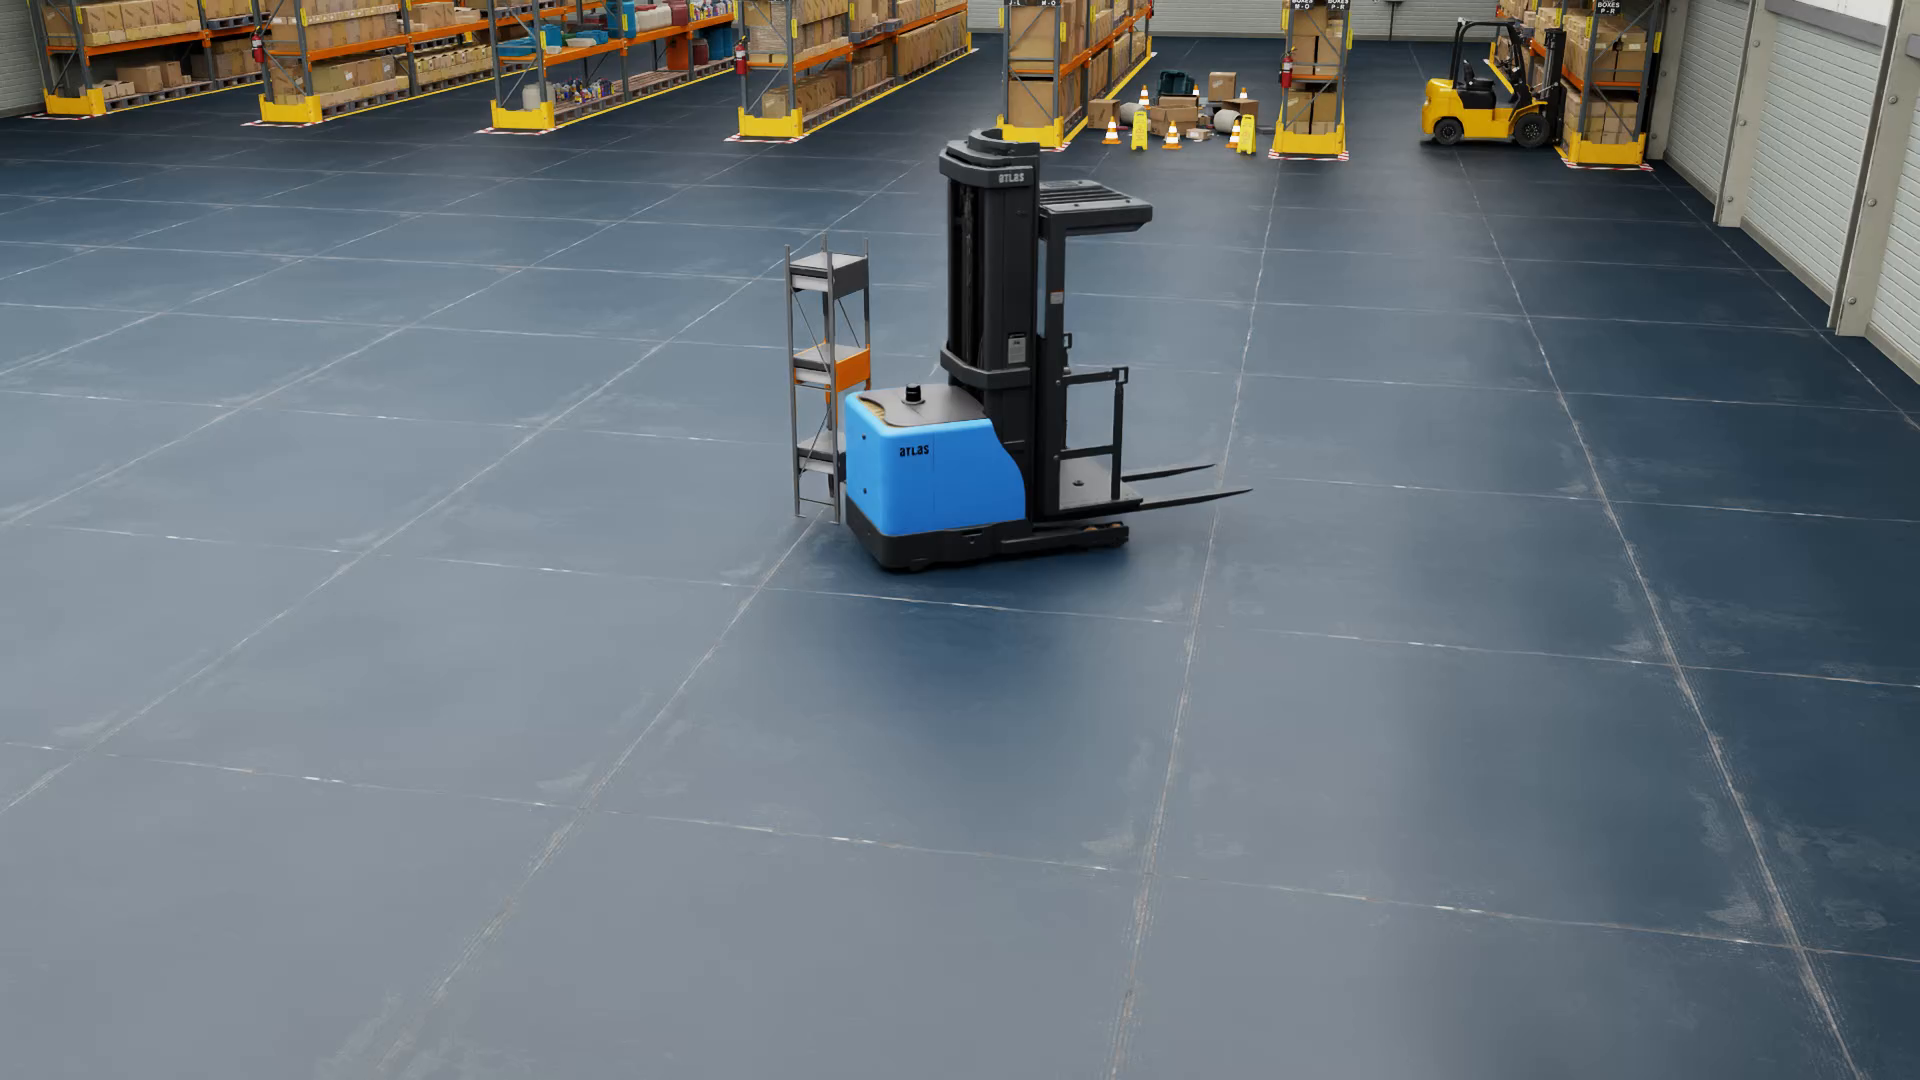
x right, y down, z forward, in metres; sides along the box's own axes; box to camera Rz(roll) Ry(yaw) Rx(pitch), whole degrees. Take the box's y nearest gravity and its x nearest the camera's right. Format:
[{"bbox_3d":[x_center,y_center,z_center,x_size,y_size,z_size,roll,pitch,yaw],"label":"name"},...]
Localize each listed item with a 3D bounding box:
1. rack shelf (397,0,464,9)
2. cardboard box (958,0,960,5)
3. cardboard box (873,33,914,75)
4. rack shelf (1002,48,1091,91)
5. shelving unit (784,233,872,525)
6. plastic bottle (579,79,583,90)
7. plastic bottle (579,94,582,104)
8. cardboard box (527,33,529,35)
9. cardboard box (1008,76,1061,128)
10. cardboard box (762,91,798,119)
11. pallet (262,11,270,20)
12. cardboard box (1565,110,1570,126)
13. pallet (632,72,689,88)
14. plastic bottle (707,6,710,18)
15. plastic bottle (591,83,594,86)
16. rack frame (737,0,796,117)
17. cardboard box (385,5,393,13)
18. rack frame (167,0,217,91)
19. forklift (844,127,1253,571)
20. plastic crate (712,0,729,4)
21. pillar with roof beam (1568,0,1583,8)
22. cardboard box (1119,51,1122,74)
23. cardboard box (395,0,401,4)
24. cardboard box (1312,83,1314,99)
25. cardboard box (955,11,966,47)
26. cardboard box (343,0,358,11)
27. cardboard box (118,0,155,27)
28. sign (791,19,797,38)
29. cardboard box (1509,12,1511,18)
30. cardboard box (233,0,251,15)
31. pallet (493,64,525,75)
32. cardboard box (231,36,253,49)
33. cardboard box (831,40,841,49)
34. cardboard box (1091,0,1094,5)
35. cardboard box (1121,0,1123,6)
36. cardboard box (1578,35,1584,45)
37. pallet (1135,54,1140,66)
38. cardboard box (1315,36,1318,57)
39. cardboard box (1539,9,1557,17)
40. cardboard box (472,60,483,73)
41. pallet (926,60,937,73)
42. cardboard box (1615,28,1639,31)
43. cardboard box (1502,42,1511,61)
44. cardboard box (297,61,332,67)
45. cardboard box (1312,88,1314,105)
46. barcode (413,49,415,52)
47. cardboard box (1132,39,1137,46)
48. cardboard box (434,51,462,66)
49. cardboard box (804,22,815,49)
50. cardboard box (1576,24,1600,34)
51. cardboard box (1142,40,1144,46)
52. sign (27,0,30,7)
[{"bbox_3d":[-15.254,-14.898,46.293,1.077,0.370,4.000,4,22,11],"label":"rack shelf"},{"bbox_3d":[-0.205,-14.280,44.132,0.380,0.149,0.250,5,22,12],"label":"cardboard box"},{"bbox_3d":[-1.770,-11.365,38.839,1.225,0.875,0.875,3,22,8],"label":"cardboard box"},{"bbox_3d":[1.680,-8.962,31.553,1.077,0.370,4.000,4,22,11],"label":"rack shelf"},{"bbox_3d":[-0.975,-1.205,12.536,0.431,2.100,0.503,12,25,27],"label":"shelving unit"},{"bbox_3d":[-8.090,-9.675,35.424,0.097,0.271,0.097,0,22,0],"label":"plastic bottle"},{"bbox_3d":[-7.716,-8.940,33.692,0.097,0.201,0.097,0,22,0],"label":"plastic bottle"},{"bbox_3d":[-11.247,-12.814,42.913,0.500,0.500,0.500,5,22,12],"label":"cardboard box"},{"bbox_3d":[1.345,-8.026,30.549,0.875,0.875,0.875,5,22,11],"label":"cardboard box"},{"bbox_3d":[-3.420,-8.241,31.585,0.500,0.500,0.500,9,24,21],"label":"cardboard box"},{"bbox_3d":[-16.519,-12.680,40.079,1.213,0.211,1.003,4,22,11],"label":"pallet"},{"bbox_3d":[10.904,-7.382,29.117,0.500,0.250,0.500,4,22,10],"label":"cardboard box"},{"bbox_3d":[-6.976,-10.708,38.660,1.003,0.211,1.213,4,22,11],"label":"pallet"},{"bbox_3d":[-6.094,-12.781,40.229,0.061,0.283,0.133,4,22,11],"label":"plastic bottle"},{"bbox_3d":[-7.634,-9.434,34.821,0.152,0.276,0.135,4,22,11],"label":"plastic bottle"},{"bbox_3d":[-3.563,-8.979,30.633,1.000,3.000,0.127,4,22,11],"label":"rack frame"},{"bbox_3d":[-12.342,-11.340,35.492,0.380,0.149,0.250,4,22,10],"label":"cardboard box"},{"bbox_3d":[-17.294,-11.575,37.078,1.000,3.000,0.127,4,22,11],"label":"rack frame"},{"bbox_3d":[0.714,-1.464,12.065,3.031,2.935,1.130,-8,23,-19],"label":"forklift"},{"bbox_3d":[-6.202,-13.962,42.948,0.392,0.384,0.575,4,22,11],"label":"plastic crate"},{"bbox_3d":[10.257,-15.532,38.874,9.100,9.000,0.400,4,22,11],"label":"pillar with roof beam"},{"bbox_3d":[3.497,-11.136,38.774,0.500,0.500,0.500,4,22,10],"label":"cardboard box"},{"bbox_3d":[-15.535,-14.837,44.776,0.980,0.700,0.700,5,22,12],"label":"cardboard box"},{"bbox_3d":[6.364,-8.372,31.241,0.500,0.500,0.500,6,23,14],"label":"cardboard box"},{"bbox_3d":[-0.351,-13.799,44.884,0.875,0.875,0.875,4,22,11],"label":"cardboard box"},{"bbox_3d":[-12.836,-11.133,34.111,0.700,0.500,0.500,4,22,11],"label":"cardboard box"},{"bbox_3d":[-17.403,-11.109,35.092,0.500,0.500,0.500,5,23,13],"label":"cardboard box"},{"bbox_3d":[-3.032,-9.339,30.369,0.100,0.325,0.005,4,22,11],"label":"sign"},{"bbox_3d":[13.431,-12.638,40.054,0.380,0.149,0.250,4,22,10],"label":"cardboard box"},{"bbox_3d":[-16.932,-12.456,38.543,0.700,0.500,0.500,8,23,18],"label":"cardboard box"},{"bbox_3d":[-11.439,-11.638,40.968,1.003,0.211,1.213,4,22,11],"label":"pallet"},{"bbox_3d":[-16.852,-11.770,39.317,0.500,0.250,0.500,4,22,11],"label":"cardboard box"},{"bbox_3d":[-2.615,-9.947,33.372,0.380,0.149,0.250,4,22,11],"label":"cardboard box"},{"bbox_3d":[2.390,-11.092,34.407,0.700,0.500,0.500,5,22,11],"label":"cardboard box"},{"bbox_3d":[3.620,-12.626,39.064,0.380,0.149,0.250,3,22,8],"label":"cardboard box"},{"bbox_3d":[11.001,-8.719,28.985,0.380,0.149,0.250,4,22,9],"label":"cardboard box"},{"bbox_3d":[4.069,-12.355,42.748,1.003,0.211,1.213,4,22,11],"label":"pallet"},{"bbox_3d":[6.313,-9.177,30.592,0.500,0.500,0.500,5,22,12],"label":"cardboard box"},{"bbox_3d":[12.224,-10.928,34.469,0.380,0.149,0.250,5,22,12],"label":"cardboard box"},{"bbox_3d":[-11.598,-11.181,39.218,0.500,0.250,0.500,4,22,10],"label":"cardboard box"},{"bbox_3d":[-1.198,-11.786,41.336,1.003,0.211,1.213,4,22,11],"label":"pallet"},{"bbox_3d":[11.467,-8.718,28.586,0.380,0.149,0.250,5,22,11],"label":"cardboard box"},{"bbox_3d":[13.621,-11.827,40.490,0.700,0.500,0.500,4,22,9],"label":"cardboard box"},{"bbox_3d":[-13.253,-9.588,34.261,0.500,0.500,0.500,4,22,11],"label":"cardboard box"},{"bbox_3d":[7.059,-8.854,33.279,0.950,0.372,0.625,5,22,12],"label":"cardboard box"},{"bbox_3d":[-11.985,-10.750,36.502,0.001,0.075,0.075,4,22,11],"label":"barcode"},{"bbox_3d":[4.274,-12.587,42.051,0.380,0.149,0.250,5,22,12],"label":"cardboard box"},{"bbox_3d":[-11.804,-11.072,38.198,0.500,0.311,0.500,5,22,12],"label":"cardboard box"},{"bbox_3d":[-3.295,-9.734,31.975,0.875,0.500,0.500,4,22,11],"label":"cardboard box"},{"bbox_3d":[11.027,-8.953,29.169,0.380,0.149,0.250,5,22,12],"label":"cardboard box"},{"bbox_3d":[4.604,-13.021,43.525,0.380,0.149,0.250,4,22,9],"label":"cardboard box"},{"bbox_3d":[-18.650,-10.845,33.293,0.100,0.325,0.005,4,22,11],"label":"sign"}]
